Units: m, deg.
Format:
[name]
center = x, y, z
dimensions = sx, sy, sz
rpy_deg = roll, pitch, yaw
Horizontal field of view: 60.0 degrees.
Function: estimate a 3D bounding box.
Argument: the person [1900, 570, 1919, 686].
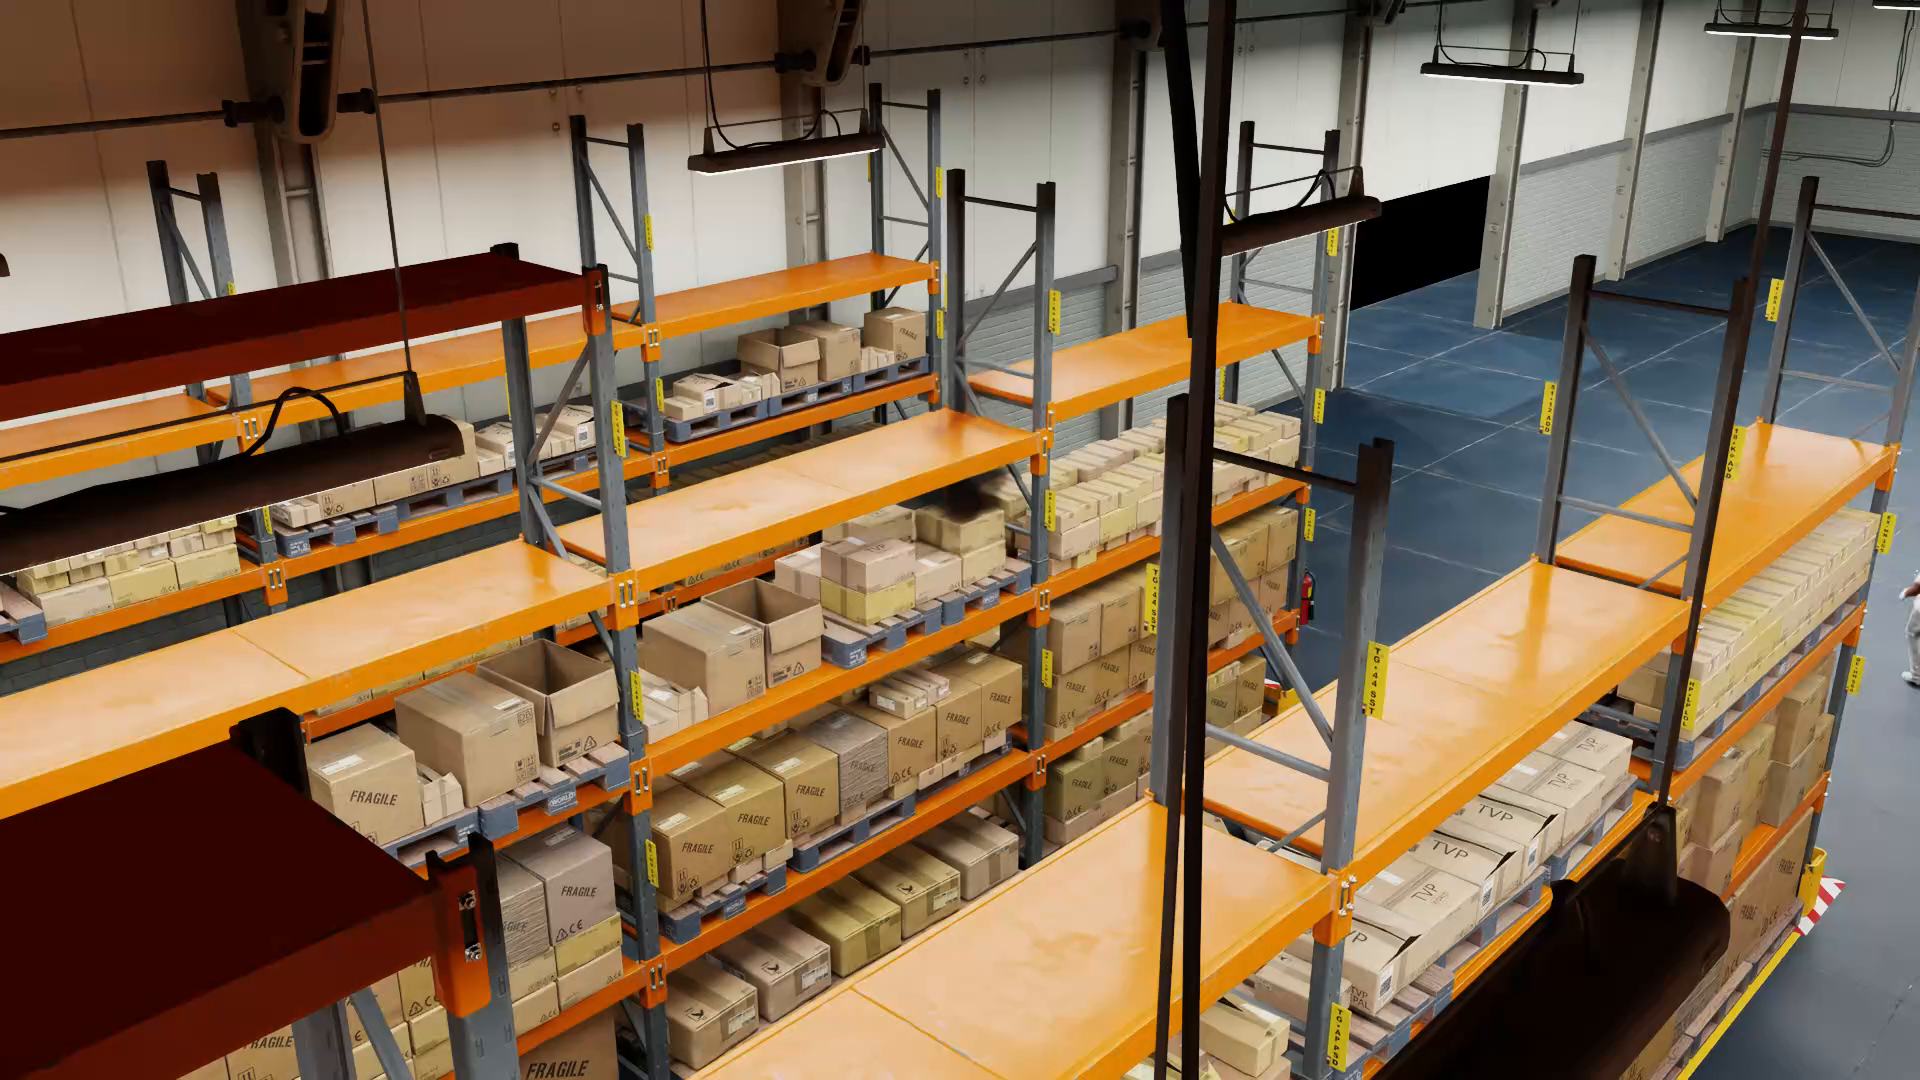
[person]
center = 10.368, 0.747, 17.697
dimensions = 0.699, 1.749, 0.591
rpy_deg = -4, 22, -11
